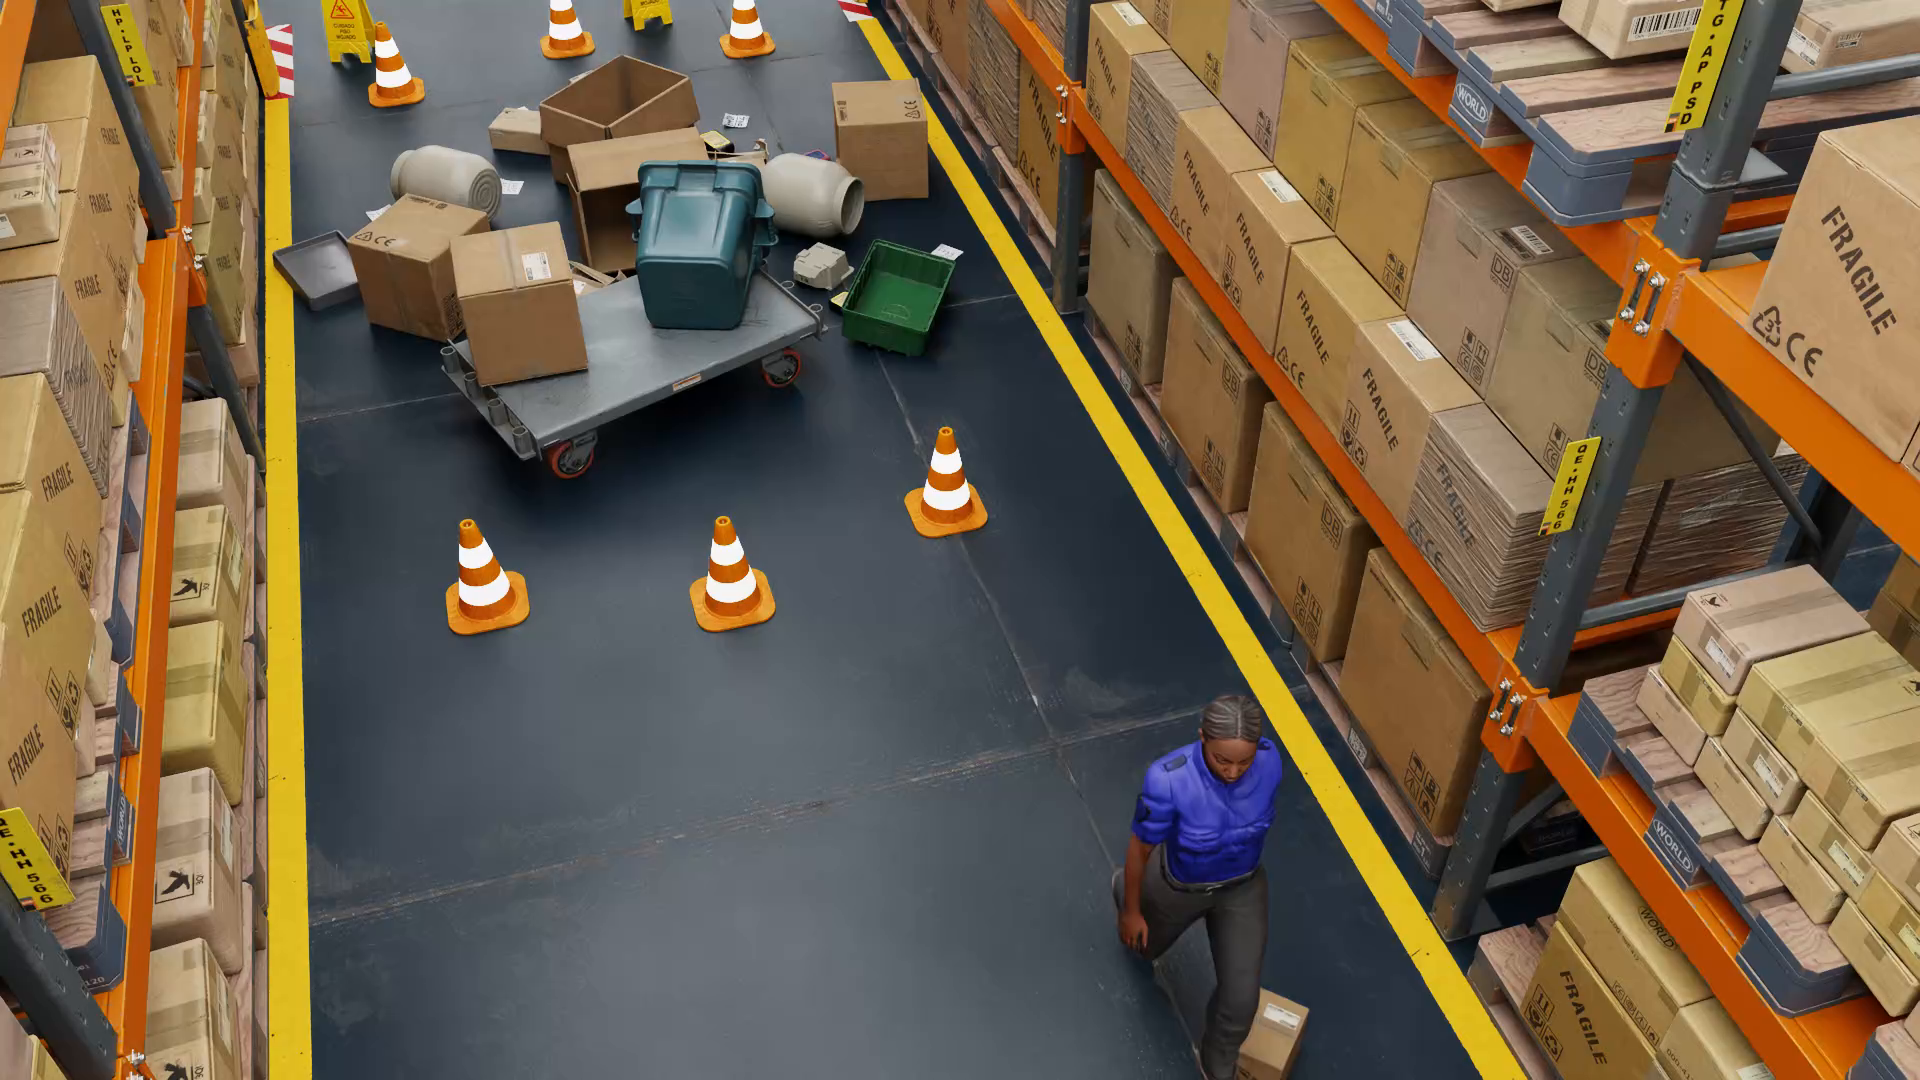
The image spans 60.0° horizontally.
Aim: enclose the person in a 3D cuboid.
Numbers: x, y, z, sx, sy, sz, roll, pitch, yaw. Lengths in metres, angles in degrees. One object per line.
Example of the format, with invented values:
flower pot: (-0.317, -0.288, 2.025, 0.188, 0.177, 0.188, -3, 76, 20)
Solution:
person: (0.703, 1.005, 5.061, 0.497, 1.611, 0.947, -8, 43, -8)
